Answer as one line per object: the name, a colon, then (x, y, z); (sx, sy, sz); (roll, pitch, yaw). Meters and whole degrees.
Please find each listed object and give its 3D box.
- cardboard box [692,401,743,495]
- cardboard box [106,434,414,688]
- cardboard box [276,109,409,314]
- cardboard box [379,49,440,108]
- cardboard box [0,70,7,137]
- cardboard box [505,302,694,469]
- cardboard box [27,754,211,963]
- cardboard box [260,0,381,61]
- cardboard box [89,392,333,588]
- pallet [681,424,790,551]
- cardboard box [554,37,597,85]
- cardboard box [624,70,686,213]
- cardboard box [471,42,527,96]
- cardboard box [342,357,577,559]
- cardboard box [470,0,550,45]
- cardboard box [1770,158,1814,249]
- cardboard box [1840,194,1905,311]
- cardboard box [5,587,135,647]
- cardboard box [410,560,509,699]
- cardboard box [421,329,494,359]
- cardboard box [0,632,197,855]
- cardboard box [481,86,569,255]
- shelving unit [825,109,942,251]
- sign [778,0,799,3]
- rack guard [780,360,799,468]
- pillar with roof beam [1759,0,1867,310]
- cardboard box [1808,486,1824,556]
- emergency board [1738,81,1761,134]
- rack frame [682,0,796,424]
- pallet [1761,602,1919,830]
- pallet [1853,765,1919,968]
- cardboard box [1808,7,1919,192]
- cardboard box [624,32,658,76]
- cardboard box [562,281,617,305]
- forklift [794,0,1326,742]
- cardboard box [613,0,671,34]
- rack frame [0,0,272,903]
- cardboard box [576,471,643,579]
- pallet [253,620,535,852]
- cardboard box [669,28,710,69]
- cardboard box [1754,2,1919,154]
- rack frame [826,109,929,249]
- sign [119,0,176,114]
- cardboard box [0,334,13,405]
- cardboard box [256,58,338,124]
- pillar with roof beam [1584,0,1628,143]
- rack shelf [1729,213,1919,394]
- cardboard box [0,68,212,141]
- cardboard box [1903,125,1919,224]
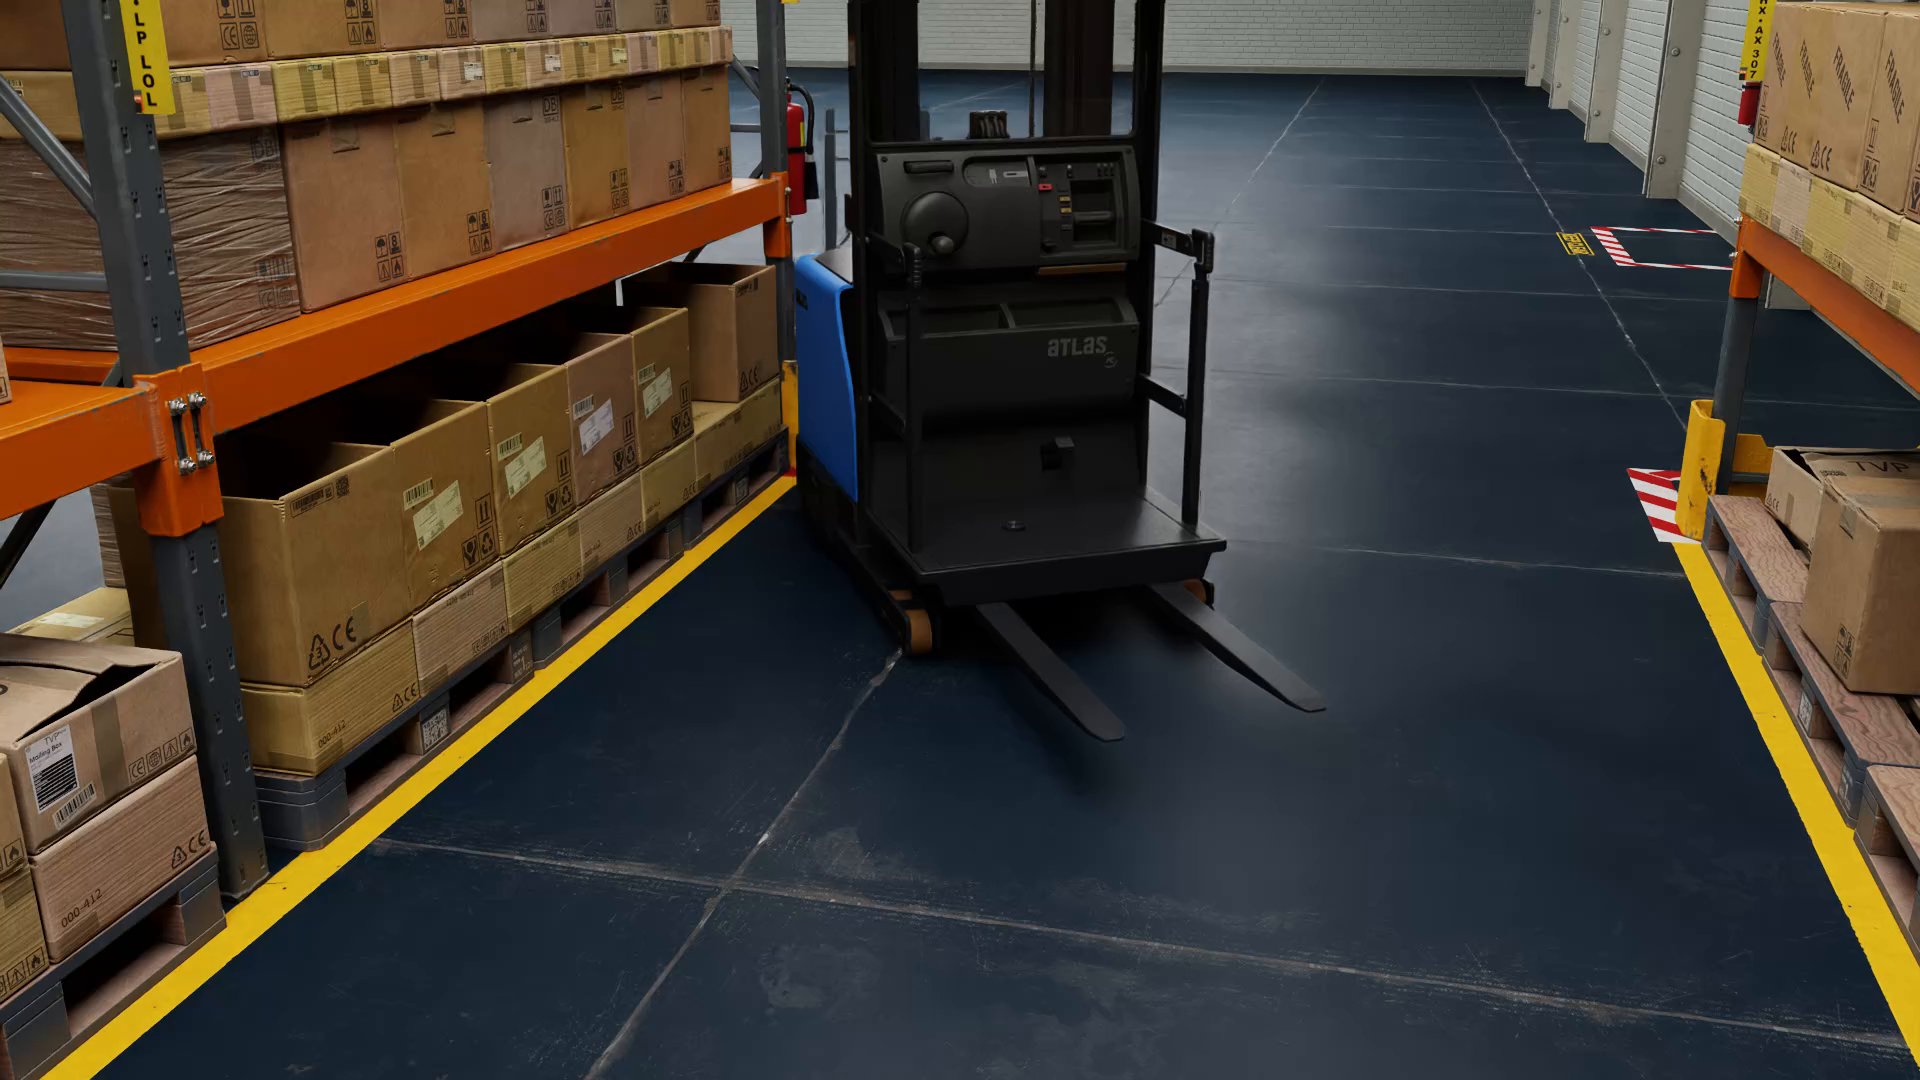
cardboard box: (-1.215, -0.390, 6.792); (0.500, 0.250, 0.500); (5, 19, 13)
cardboard box: (-1.820, 0.039, 4.376); (0.500, 0.500, 0.500); (5, 19, 13)
cardboard box: (-2.012, -0.940, 4.645); (0.700, 0.500, 0.500); (4, 19, 13)
cardboard box: (-1.735, -1.331, 4.786); (0.380, 0.149, 0.250); (4, 19, 12)
cardboard box: (-2.378, -1.044, 3.945); (0.380, 0.149, 0.250); (5, 19, 13)
cardboard box: (-1.332, -0.588, 6.211); (0.500, 0.500, 0.500); (5, 19, 13)
cardboard box: (-2.057, 0.668, 3.696); (0.500, 0.250, 0.500); (4, 19, 13)
cardboard box: (-2.012, -1.547, 4.414); (0.700, 0.500, 0.500); (5, 19, 13)
cardboard box: (-2.202, -0.158, 4.955); (0.500, 0.500, 0.500); (5, 19, 13)
pallet: (-1.406, -0.279, 7.177); (1.003, 0.211, 1.213); (5, 19, 13)
cardboard box: (-1.483, -1.655, 5.734); (0.380, 0.149, 0.250); (5, 20, 15)
cardboard box: (-1.510, -1.578, 6.513); (0.700, 0.500, 0.500); (5, 20, 15)
cardboard box: (-1.609, -1.497, 5.270); (0.380, 0.149, 0.250); (4, 19, 13)
cardboard box: (-1.576, -0.274, 5.293); (0.500, 0.500, 0.500); (5, 19, 13)
cardboard box: (-1.767, -1.860, 5.332); (0.700, 0.500, 0.500); (5, 19, 13)
cardboard box: (3.005, -1.098, 5.463); (0.500, 0.250, 0.500); (4, 19, 12)
cardboard box: (2.749, -0.781, 4.533); (0.500, 0.250, 0.500); (5, 19, 14)
cardboard box: (-2.336, 0.352, 4.620); (0.500, 0.250, 0.500); (5, 19, 13)
cardboard box: (-1.703, 0.237, 4.957); (0.500, 0.250, 0.500); (5, 19, 13)
cardboard box: (-1.976, -0.473, 5.877); (0.500, 0.500, 0.500); (5, 19, 13)
cardboard box: (-2.058, 0.399, 3.615); (0.500, 0.311, 0.500); (5, 19, 13)
cardboard box: (-1.762, -1.258, 5.575); (0.700, 0.500, 0.500); (5, 20, 15)
shelving unit: (-0.376, -1.197, 7.817); (0.587, 1.500, 1.083); (0, 20, -4)
sign: (-0.737, -2.454, 7.074); (0.100, 0.325, 0.005); (5, 19, 13)
rack guard: (-1.254, -0.666, 7.864); (1.175, 0.500, 0.348); (5, 19, 13)
pillar with roof beam: (1.504, -6.223, 10.985); (9.100, 9.000, 0.400); (5, 19, 13)
cardboard box: (3.149, 0.001, 5.522); (0.500, 0.311, 0.500); (6, 20, 18)
emergency board: (6.319, -3.816, 13.218); (0.194, 1.169, 0.643); (5, 19, 13)
rack frame: (-1.260, -1.841, 7.438); (1.000, 3.000, 0.127); (5, 19, 13)
pallet: (2.993, 0.525, 4.824); (1.003, 0.211, 1.213); (5, 19, 13)
pallet: (2.697, 0.909, 3.701); (1.003, 0.211, 1.213); (5, 19, 13)
cardboard box: (2.874, -1.303, 4.903); (0.500, 0.500, 0.500); (4, 19, 12)
cardboard box: (-1.357, -1.820, 6.217); (0.380, 0.149, 0.250); (5, 19, 14)
cardboard box: (-1.727, -0.786, 6.793); (0.500, 0.500, 0.500); (5, 19, 13)
forklift: (0.241, -1.140, 5.492); (1.130, 2.935, 3.031); (-6, 20, -17)
cardboard box: (-1.522, -2.175, 6.254); (0.700, 0.500, 0.500); (4, 19, 12)
rack frame: (-2.237, -0.588, 3.767); (1.000, 3.000, 0.127); (5, 19, 13)
cardboard box: (-1.459, -0.076, 5.875); (0.500, 0.250, 0.500); (5, 19, 13)
pallet: (-2.002, 0.486, 4.938); (1.003, 0.211, 1.213); (5, 19, 13)
cardboard box: (-1.231, -1.979, 6.682); (0.380, 0.149, 0.250); (5, 20, 15)
cardboard box: (3.137, -1.619, 5.827); (0.500, 0.500, 0.500); (5, 19, 13)
rack frame: (-0.413, -1.375, 8.301); (0.500, 1.500, 0.032); (0, 20, -4)
sign: (-1.708, -1.058, 3.476); (0.100, 0.325, 0.005); (5, 19, 13)
cardboard box: (-2.315, -0.359, 3.330); (0.500, 0.250, 0.500); (6, 20, 17)
cardboard box: (-1.861, -1.171, 4.316); (0.380, 0.149, 0.250); (4, 19, 12)
pillar with roof beam: (4.436, -9.984, 21.997); (9.100, 9.000, 0.400); (5, 19, 13)
rack shelf: (3.056, -0.484, 4.577); (1.077, 0.370, 4.000); (5, 19, 13)
cardboard box: (-1.984, -1.011, 3.848); (0.380, 0.149, 0.250); (5, 19, 13)
cardboard box: (2.633, -0.977, 3.949); (0.500, 0.500, 0.500); (4, 19, 12)
